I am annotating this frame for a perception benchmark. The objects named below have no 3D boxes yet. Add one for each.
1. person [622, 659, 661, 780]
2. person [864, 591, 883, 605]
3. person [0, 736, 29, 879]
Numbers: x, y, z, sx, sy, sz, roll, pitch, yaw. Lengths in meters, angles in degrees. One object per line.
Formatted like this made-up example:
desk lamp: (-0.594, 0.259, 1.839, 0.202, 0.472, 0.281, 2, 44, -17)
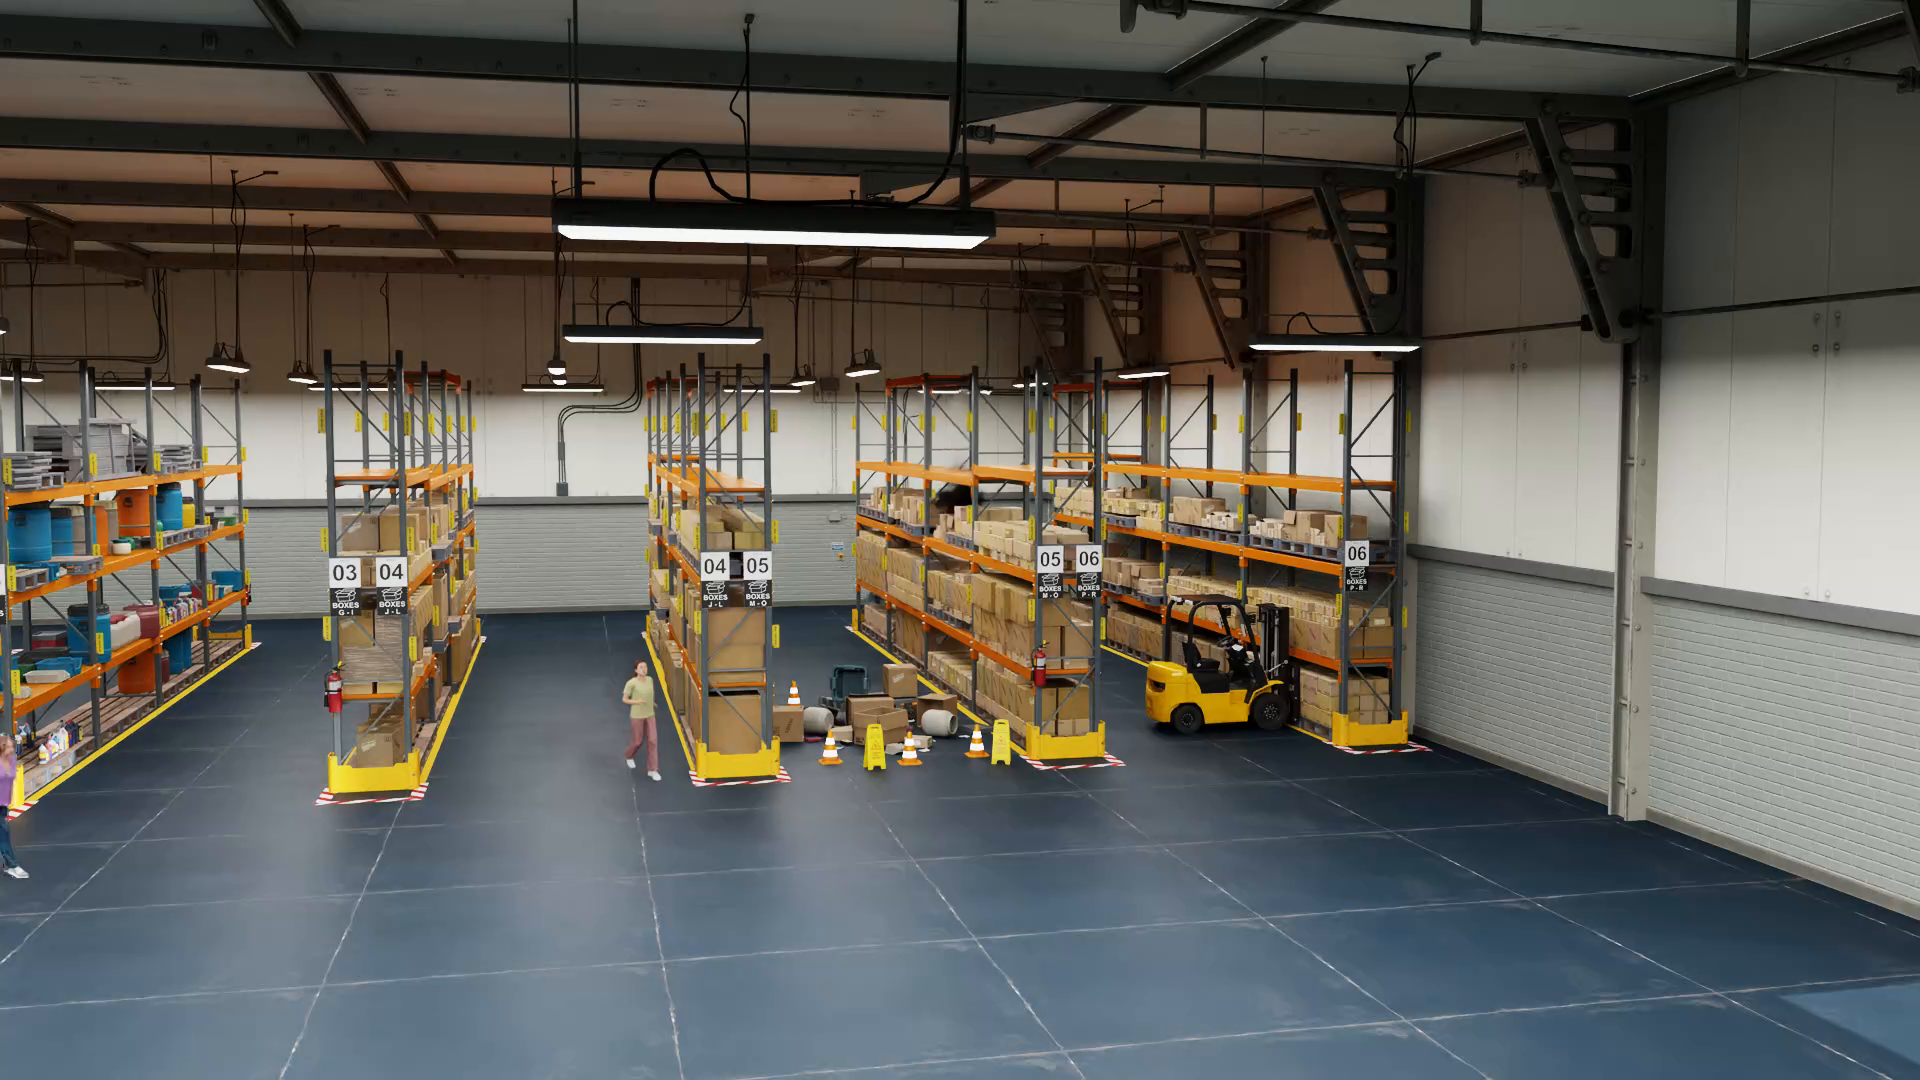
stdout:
person: (-4.504, 2.514, 23.532, 0.577, 1.667, 0.955, -3, 5, -37)
person: (-2.114, 1.244, 41.877, 0.631, 1.749, 0.758, 2, 5, 30)
person: (-10.729, 2.954, 18.409, 0.922, 1.541, 0.544, 2, 4, 21)
